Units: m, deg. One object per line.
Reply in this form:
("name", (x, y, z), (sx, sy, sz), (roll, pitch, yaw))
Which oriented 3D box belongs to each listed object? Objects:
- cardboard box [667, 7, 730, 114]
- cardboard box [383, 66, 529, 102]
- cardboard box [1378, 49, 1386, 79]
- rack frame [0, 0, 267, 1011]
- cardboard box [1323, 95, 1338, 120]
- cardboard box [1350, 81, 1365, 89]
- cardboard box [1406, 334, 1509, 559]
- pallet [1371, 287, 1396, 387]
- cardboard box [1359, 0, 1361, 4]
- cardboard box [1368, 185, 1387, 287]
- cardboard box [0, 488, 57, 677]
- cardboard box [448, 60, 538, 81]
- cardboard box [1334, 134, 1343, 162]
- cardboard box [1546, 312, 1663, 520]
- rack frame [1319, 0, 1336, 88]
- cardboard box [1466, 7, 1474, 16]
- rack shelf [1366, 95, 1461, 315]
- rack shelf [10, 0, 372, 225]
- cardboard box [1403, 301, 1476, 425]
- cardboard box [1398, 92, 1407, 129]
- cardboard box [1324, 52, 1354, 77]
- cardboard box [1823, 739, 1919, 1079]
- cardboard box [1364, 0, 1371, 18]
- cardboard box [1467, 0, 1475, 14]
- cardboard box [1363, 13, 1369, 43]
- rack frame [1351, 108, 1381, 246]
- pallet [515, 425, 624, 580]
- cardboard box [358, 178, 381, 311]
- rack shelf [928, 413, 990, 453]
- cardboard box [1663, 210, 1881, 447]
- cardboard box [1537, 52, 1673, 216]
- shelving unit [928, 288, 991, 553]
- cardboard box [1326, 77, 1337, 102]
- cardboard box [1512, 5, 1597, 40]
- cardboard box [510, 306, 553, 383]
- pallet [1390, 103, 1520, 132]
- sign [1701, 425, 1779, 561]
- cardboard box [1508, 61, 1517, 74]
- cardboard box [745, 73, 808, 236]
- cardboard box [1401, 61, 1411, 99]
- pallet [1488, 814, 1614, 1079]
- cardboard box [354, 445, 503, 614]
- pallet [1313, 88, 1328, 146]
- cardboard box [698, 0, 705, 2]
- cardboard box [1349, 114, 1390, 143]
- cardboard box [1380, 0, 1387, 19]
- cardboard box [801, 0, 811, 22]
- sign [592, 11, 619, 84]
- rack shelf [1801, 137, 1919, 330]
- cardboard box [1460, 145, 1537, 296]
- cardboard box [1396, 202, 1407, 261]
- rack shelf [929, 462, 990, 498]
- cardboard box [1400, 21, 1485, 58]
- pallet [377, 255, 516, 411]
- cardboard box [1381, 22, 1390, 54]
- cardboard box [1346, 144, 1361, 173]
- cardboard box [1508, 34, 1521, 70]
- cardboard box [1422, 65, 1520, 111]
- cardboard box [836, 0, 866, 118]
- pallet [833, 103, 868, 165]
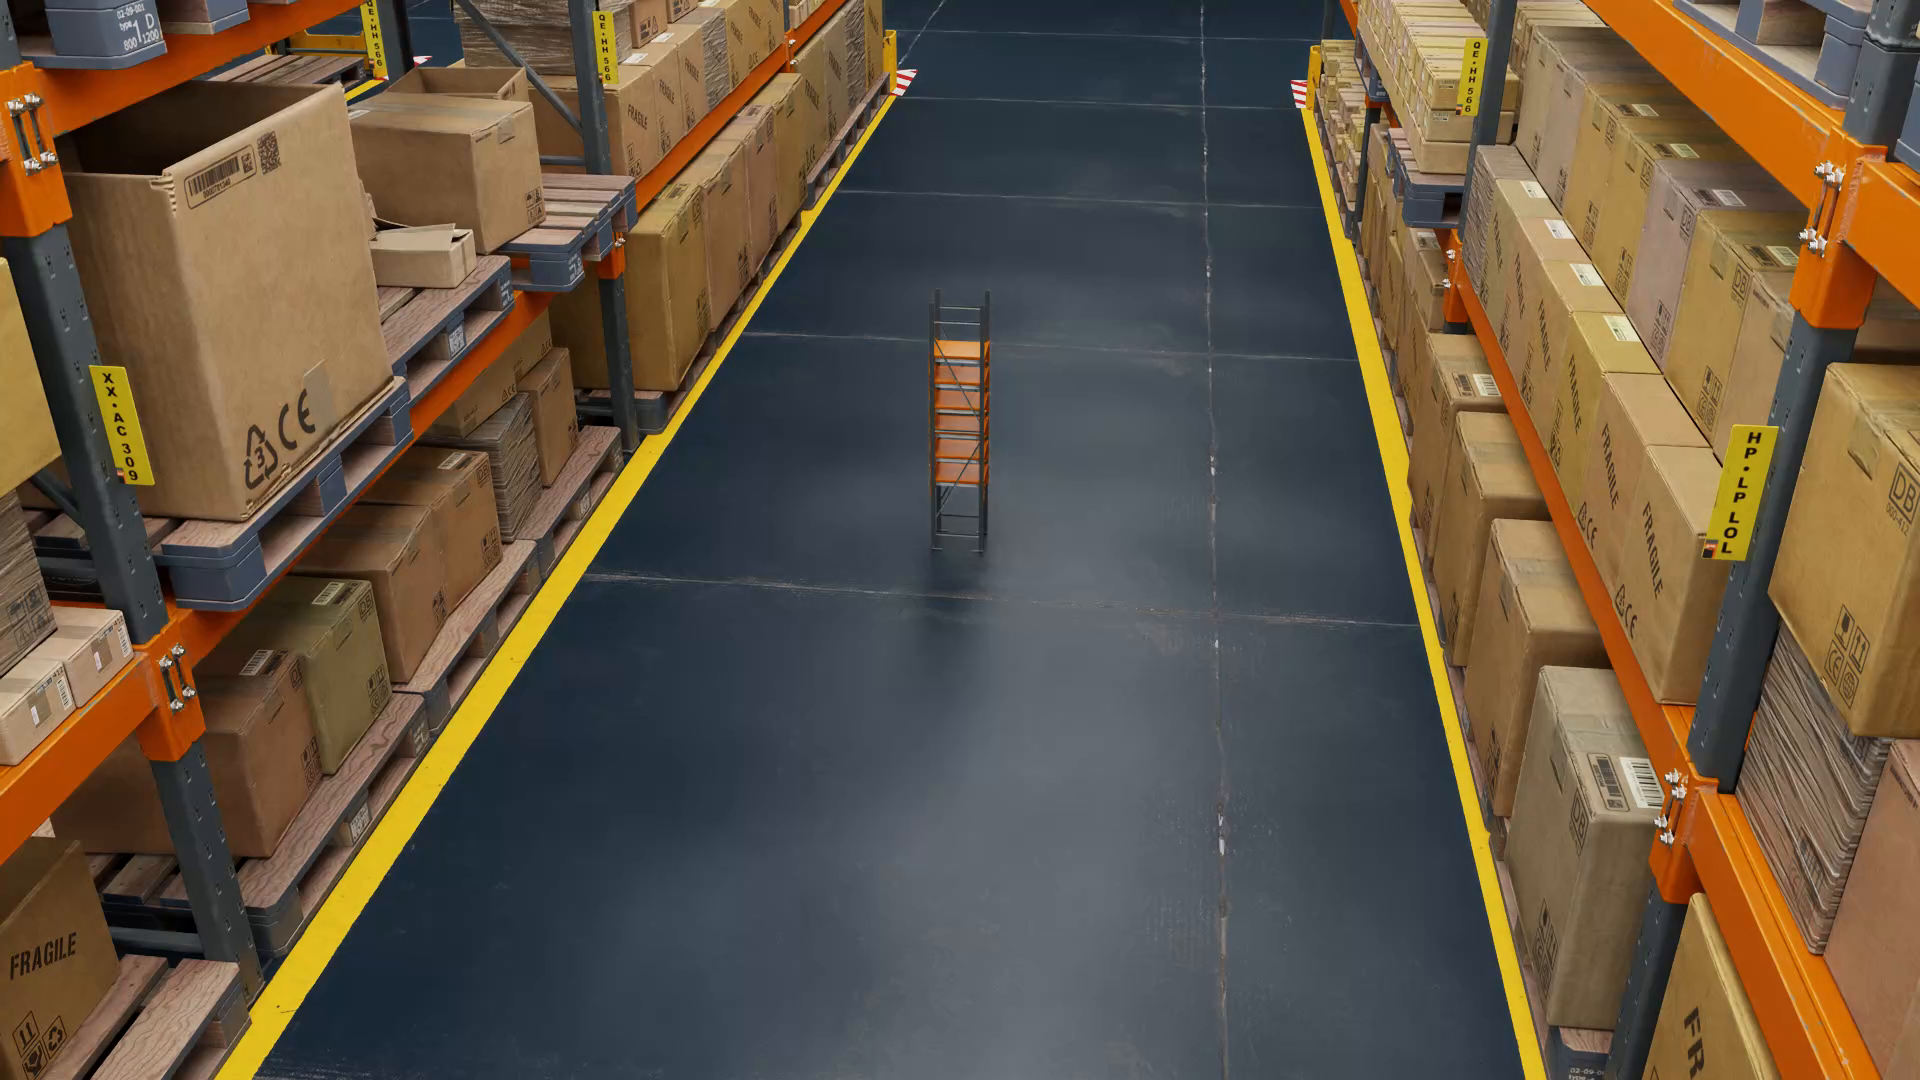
("cardboard box", (-1.660, -2.794, 9.668), (0.500, 0.500, 0.500), (3, 29, 6))
("cardboard box", (-2.199, -1.790, 7.361), (0.500, 0.500, 0.500), (0, 28, 0))
("cardboard box", (2.568, -2.665, 9.356), (0.380, 0.149, 0.250), (3, 28, 5))
("rack frame", (-2.663, 0.066, 4.466), (1.000, 3.000, 0.127), (3, 28, 6))
("cardboard box", (3.221, -3.590, 13.814), (0.380, 0.149, 0.250), (4, 29, 7))
("cardboard box", (3.239, -3.468, 12.960), (0.380, 0.149, 0.250), (3, 29, 6))
("cardboard box", (2.574, -0.395, 7.249), (1.050, 0.750, 0.750), (3, 28, 6))
("pallet", (2.987, -1.194, 9.744), (1.003, 0.211, 1.213), (3, 28, 6))
("cardboard box", (3.071, -4.028, 11.645), (0.500, 0.500, 0.500), (3, 28, 5))
("cardboard box", (2.811, -1.867, 10.246), (0.500, 0.500, 0.500), (5, 29, 8))
("cardboard box", (-2.779, 0.099, 3.985), (0.875, 0.500, 0.500), (3, 28, 6))
("cardboard box", (-2.358, -2.108, 8.395), (0.500, 0.500, 0.500), (4, 29, 8))
("cardboard box", (3.064, -2.986, 12.693), (0.380, 0.149, 0.250), (3, 28, 6))
("cardboard box", (2.170, -0.380, 5.186), (0.500, 0.500, 0.500), (4, 29, 7))
("rack frame", (3.718, -5.247, 14.327), (1.000, 3.000, 0.127), (3, 28, 6))
("cardboard box", (3.376, -3.240, 10.424), (0.380, 0.149, 0.250), (3, 28, 5))
("rack shelf", (2.983, -2.106, 9.255), (1.077, 0.370, 4.000), (3, 28, 6))
("rack shelf", (-2.418, -1.880, 5.672), (1.077, 0.370, 4.000), (3, 28, 6))
("cardboard box", (2.559, -0.891, 8.434), (0.500, 0.500, 0.500), (3, 28, 6))
("cardboard box", (2.439, -2.170, 8.437), (0.380, 0.149, 0.250), (3, 28, 6))
("cardboard box", (3.244, -3.964, 13.881), (0.380, 0.149, 0.250), (3, 28, 6))
("cardboard box", (2.169, 0.770, 3.000), (0.875, 0.550, 0.550), (3, 28, 6))
("cardboard box", (2.693, -3.289, 10.200), (0.380, 0.149, 0.250), (3, 28, 5))
("cardboard box", (3.375, -3.371, 10.353), (0.380, 0.149, 0.250), (4, 29, 8))
("cardboard box", (2.695, -3.149, 10.255), (0.380, 0.149, 0.250), (4, 29, 7))
("rack frame", (3.228, -3.364, 10.832), (1.000, 3.000, 0.127), (3, 28, 6))
("pallet", (-2.270, -0.222, 7.939), (1.003, 0.211, 1.213), (3, 28, 6))
("cardboard box", (-2.542, -0.986, 5.866), (0.797, 0.503, 0.637), (6, 29, 11))
("rack shelf", (-0.002, -0.482, 7.474), (0.258, 0.103, 0.180), (3, 28, 6))
("cardboard box", (2.364, -0.559, 4.466), (0.700, 0.500, 0.500), (3, 28, 5))
("cardboard box", (2.612, -1.517, 6.243), (0.700, 0.500, 0.500), (3, 28, 5))
("shelving unit", (-0.002, -0.521, 7.453), (0.258, 1.200, 0.189), (3, 28, 6))
("cardboard box", (3.228, -3.716, 13.734), (0.380, 0.149, 0.250), (4, 29, 8))
("cardboard box", (3.180, -2.760, 8.905), (0.380, 0.149, 0.250), (3, 28, 5))
("cardboard box", (-2.225, -0.924, 7.683), (0.500, 0.250, 0.500), (4, 29, 8))
("pallet", (2.940, -2.331, 9.117), (1.003, 0.211, 1.213), (3, 28, 6))
("sign", (1.708, -0.100, 3.637), (0.100, 0.325, 0.005), (3, 28, 6))
("cardboard box", (3.186, -2.501, 9.052), (0.380, 0.149, 0.250), (2, 28, 5))
("cardboard box", (-1.741, -2.647, 11.299), (1.225, 0.875, 0.875), (3, 29, 6))
("cardboard box", (2.438, -2.313, 8.390), (0.380, 0.149, 0.250), (3, 29, 6))
("pallet", (2.267, 1.261, 5.186), (1.003, 0.211, 1.213), (3, 28, 6))
("cardboard box", (-2.353, -0.065, 6.879), (0.700, 0.500, 0.500), (6, 29, 10))
("pallet", (3.574, -3.603, 14.216), (1.003, 0.211, 1.213), (3, 28, 6))
("cardboard box", (-1.848, -3.562, 10.037), (0.797, 0.503, 0.637), (4, 29, 7))
("cardboard box", (3.028, -2.979, 12.052), (0.380, 0.149, 0.250), (3, 28, 6))
("cardboard box", (2.597, -3.052, 9.447), (0.380, 0.149, 0.250), (3, 28, 6))
("cardboard box", (-1.284, -3.833, 11.967), (0.380, 0.149, 0.250), (2, 28, 5))
("sign", (-1.633, -2.265, 7.655), (0.100, 0.325, 0.005), (3, 28, 6))
("rack shelf", (2.002, 0.339, 1.554), (1.077, 0.370, 4.000), (3, 28, 6))
("cardboard box", (2.415, -1.330, 6.950), (0.500, 0.500, 0.500), (4, 29, 7))
("cardboard box", (2.690, -1.710, 9.163), (0.500, 0.250, 0.500), (4, 29, 7))
("rack shelf", (-0.002, -0.271, 7.588), (0.258, 0.103, 0.180), (3, 28, 6))
("cardboard box", (2.472, -2.555, 8.526), (0.380, 0.149, 0.250), (3, 28, 6))
("pallet", (-2.375, -0.799, 6.272), (1.003, 0.211, 1.213), (3, 28, 6))
("cardboard box", (2.567, -2.793, 9.280), (0.380, 0.149, 0.250), (3, 28, 5))
("cardboard box", (2.972, -2.720, 11.886), (0.380, 0.149, 0.250), (2, 28, 4))
("cardboard box", (3.182, -2.636, 8.989), (0.380, 0.149, 0.250), (4, 29, 8))
("cardboard box", (2.343, -2.075, 7.634), (0.380, 0.149, 0.250), (2, 28, 4))
("cardboard box", (-1.303, -4.098, 13.992), (0.875, 0.875, 0.875), (3, 28, 6))
("pallet", (-1.365, -3.402, 13.842), (1.003, 0.211, 1.213), (3, 28, 6))
